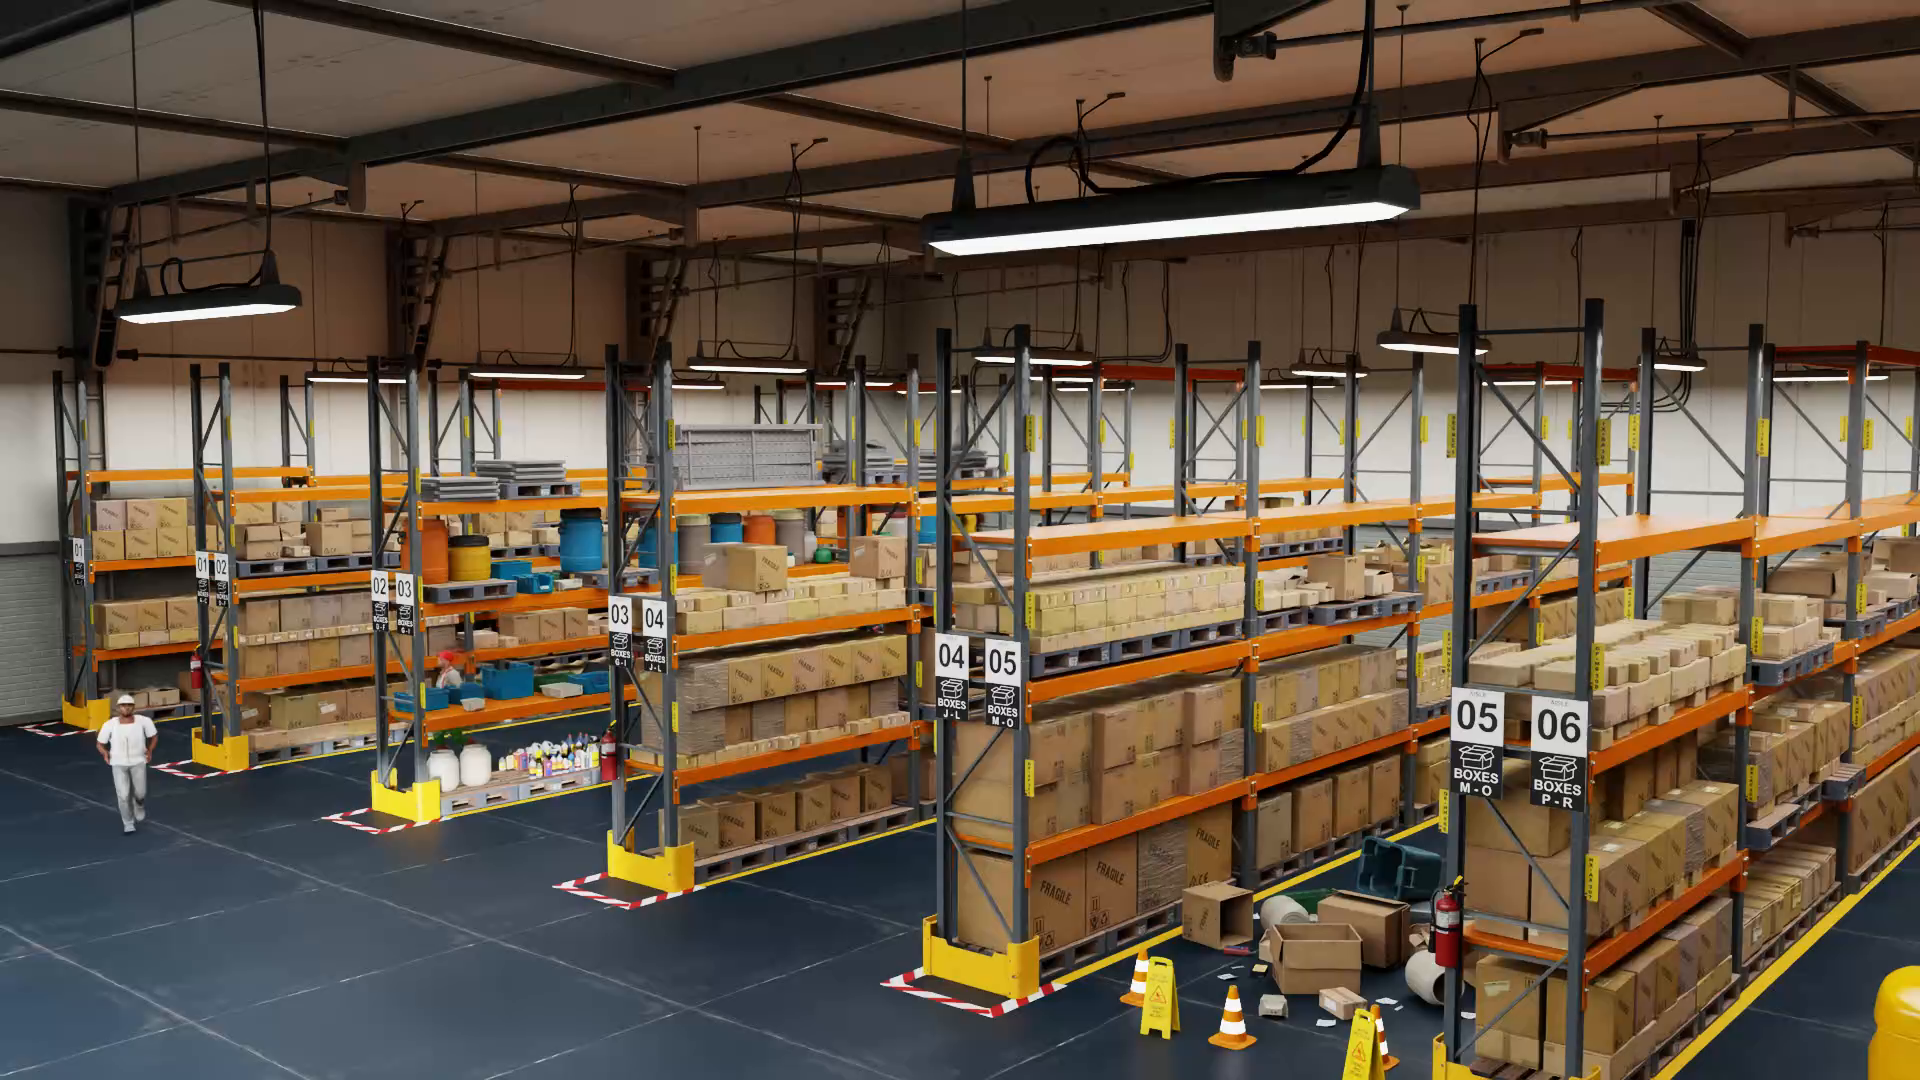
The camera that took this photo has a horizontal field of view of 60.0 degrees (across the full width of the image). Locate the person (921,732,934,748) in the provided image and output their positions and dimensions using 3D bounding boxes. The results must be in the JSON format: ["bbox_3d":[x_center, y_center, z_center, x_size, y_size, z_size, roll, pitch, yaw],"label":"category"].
[{"bbox_3d":[-0.511,2.579,24.652,0.660,1.609,0.626,3,5,40],"label":"person"}]

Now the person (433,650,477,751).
[{"bbox_3d":[-7.400,2.512,24.359,0.859,1.822,0.639,-3,5,-39],"label":"person"}]

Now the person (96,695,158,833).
[{"bbox_3d":[-10.441,2.798,20.877,0.696,1.718,0.605,-2,5,-28],"label":"person"}]
